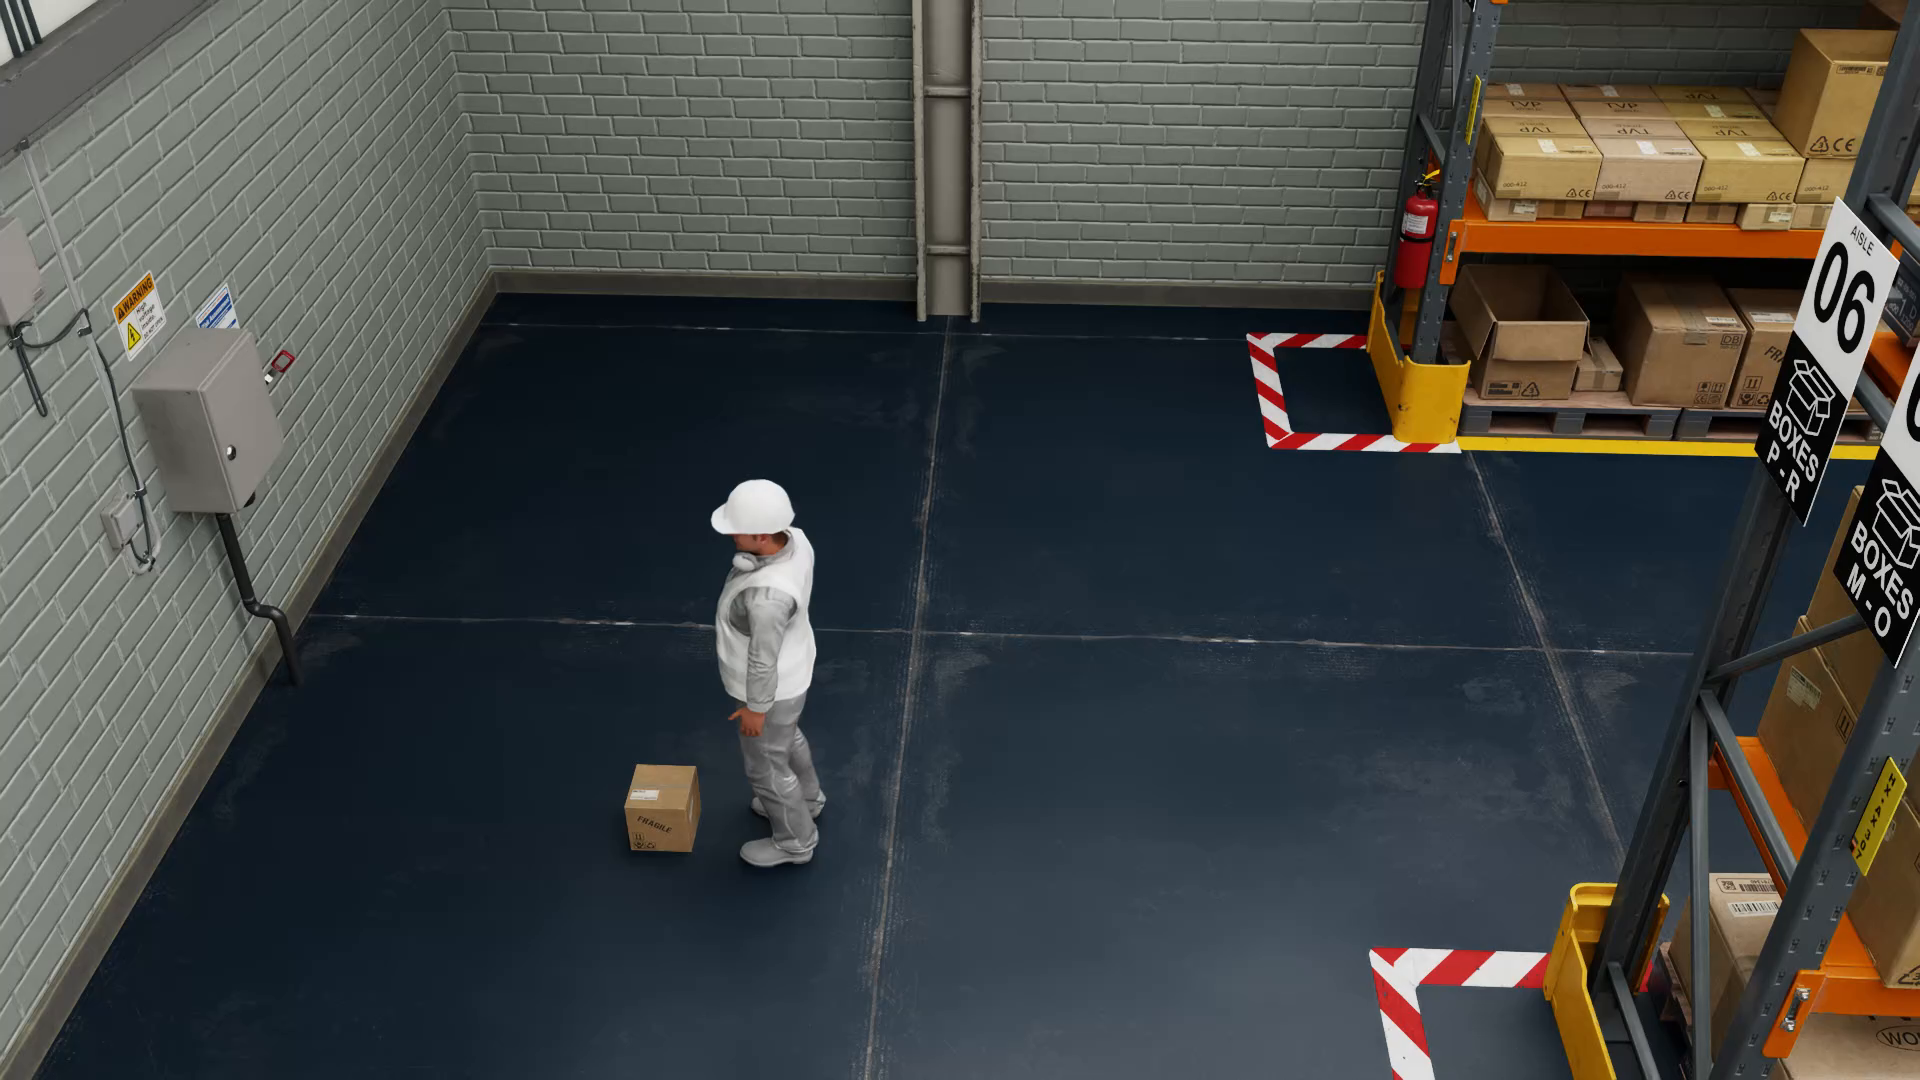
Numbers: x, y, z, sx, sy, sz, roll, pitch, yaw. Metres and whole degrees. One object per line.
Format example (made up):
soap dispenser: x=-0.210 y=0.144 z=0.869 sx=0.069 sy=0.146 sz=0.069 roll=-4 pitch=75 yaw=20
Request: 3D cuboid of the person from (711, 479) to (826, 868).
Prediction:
person: x=-0.732 y=0.517 z=6.377 sx=0.360 sy=1.766 sz=0.532 roll=2 pitch=36 yaw=3
